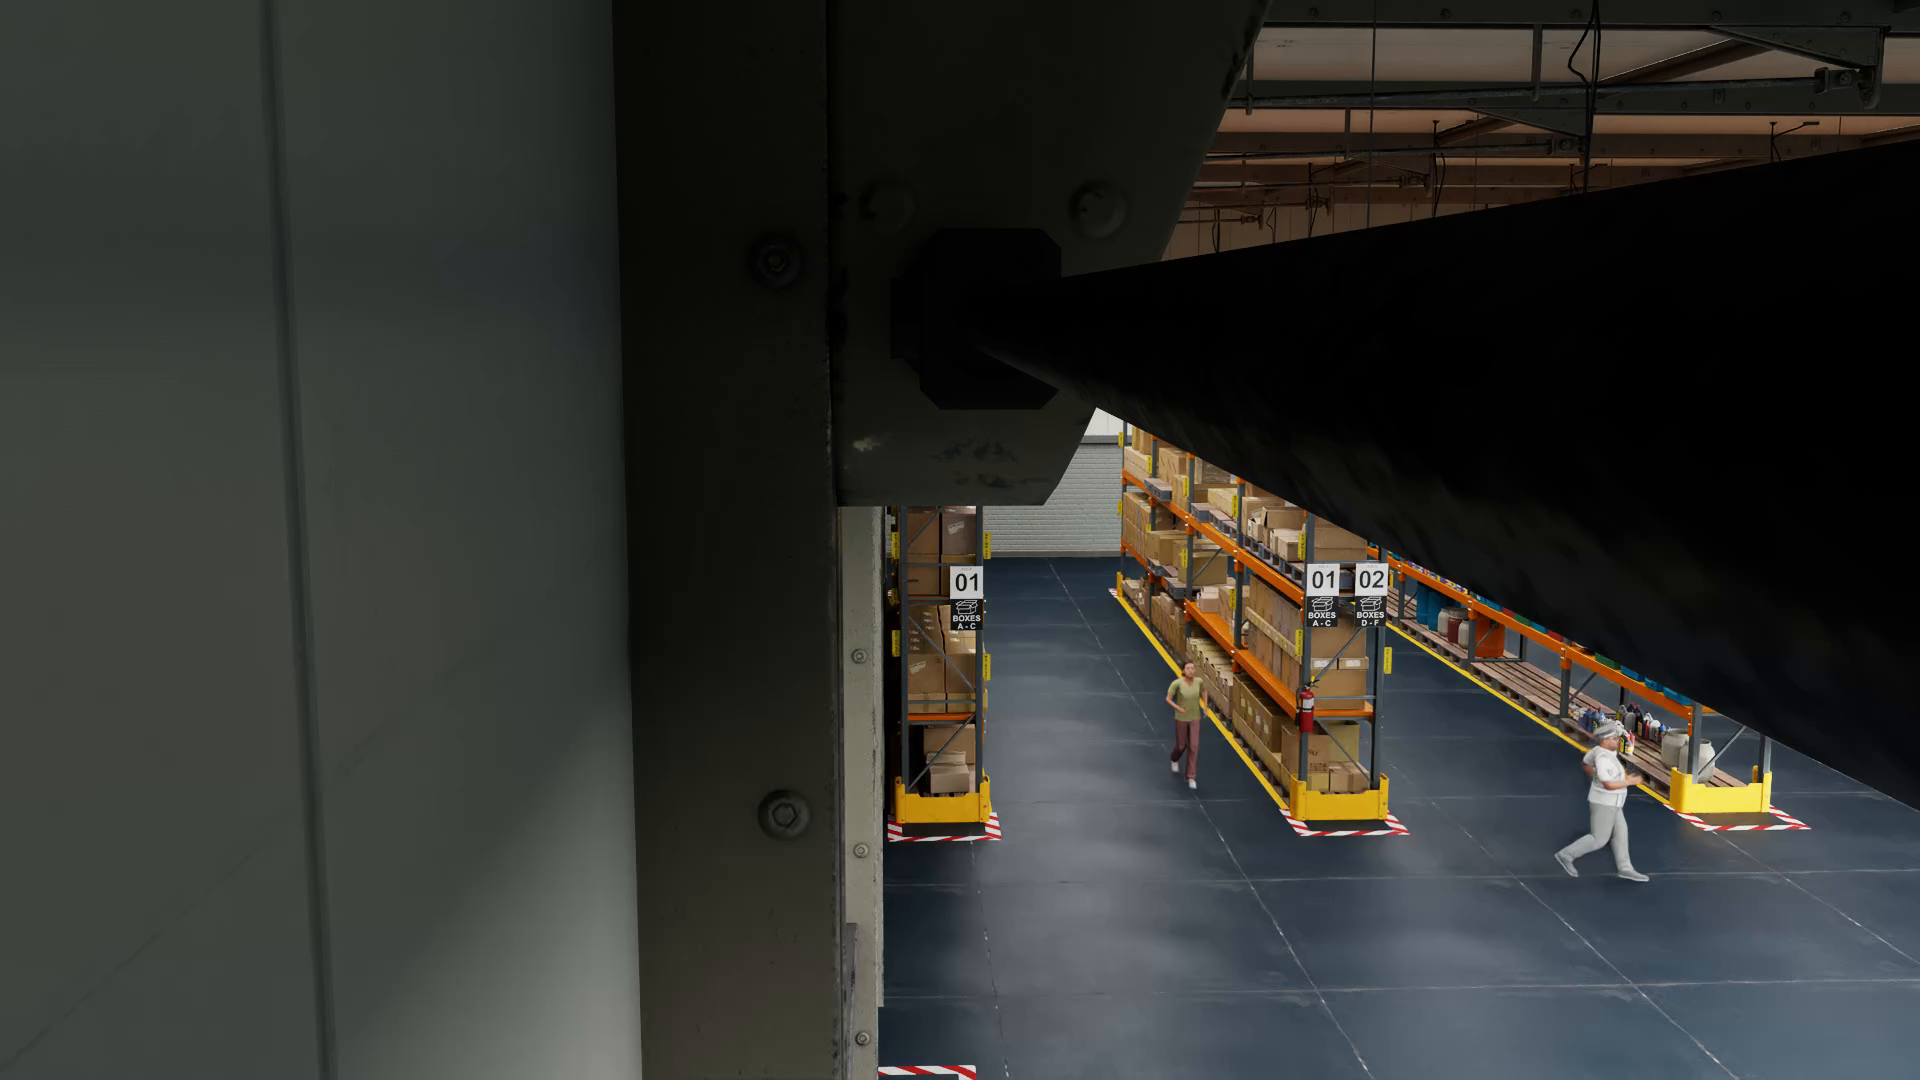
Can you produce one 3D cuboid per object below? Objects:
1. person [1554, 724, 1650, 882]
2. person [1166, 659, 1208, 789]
[{"bbox_3d":[7.091,2.876,18.266,0.991,1.757,0.672,3,9,21],"label":"person"},{"bbox_3d":[3.032,2.404,22.200,0.599,1.677,0.817,-1,8,-7],"label":"person"}]
